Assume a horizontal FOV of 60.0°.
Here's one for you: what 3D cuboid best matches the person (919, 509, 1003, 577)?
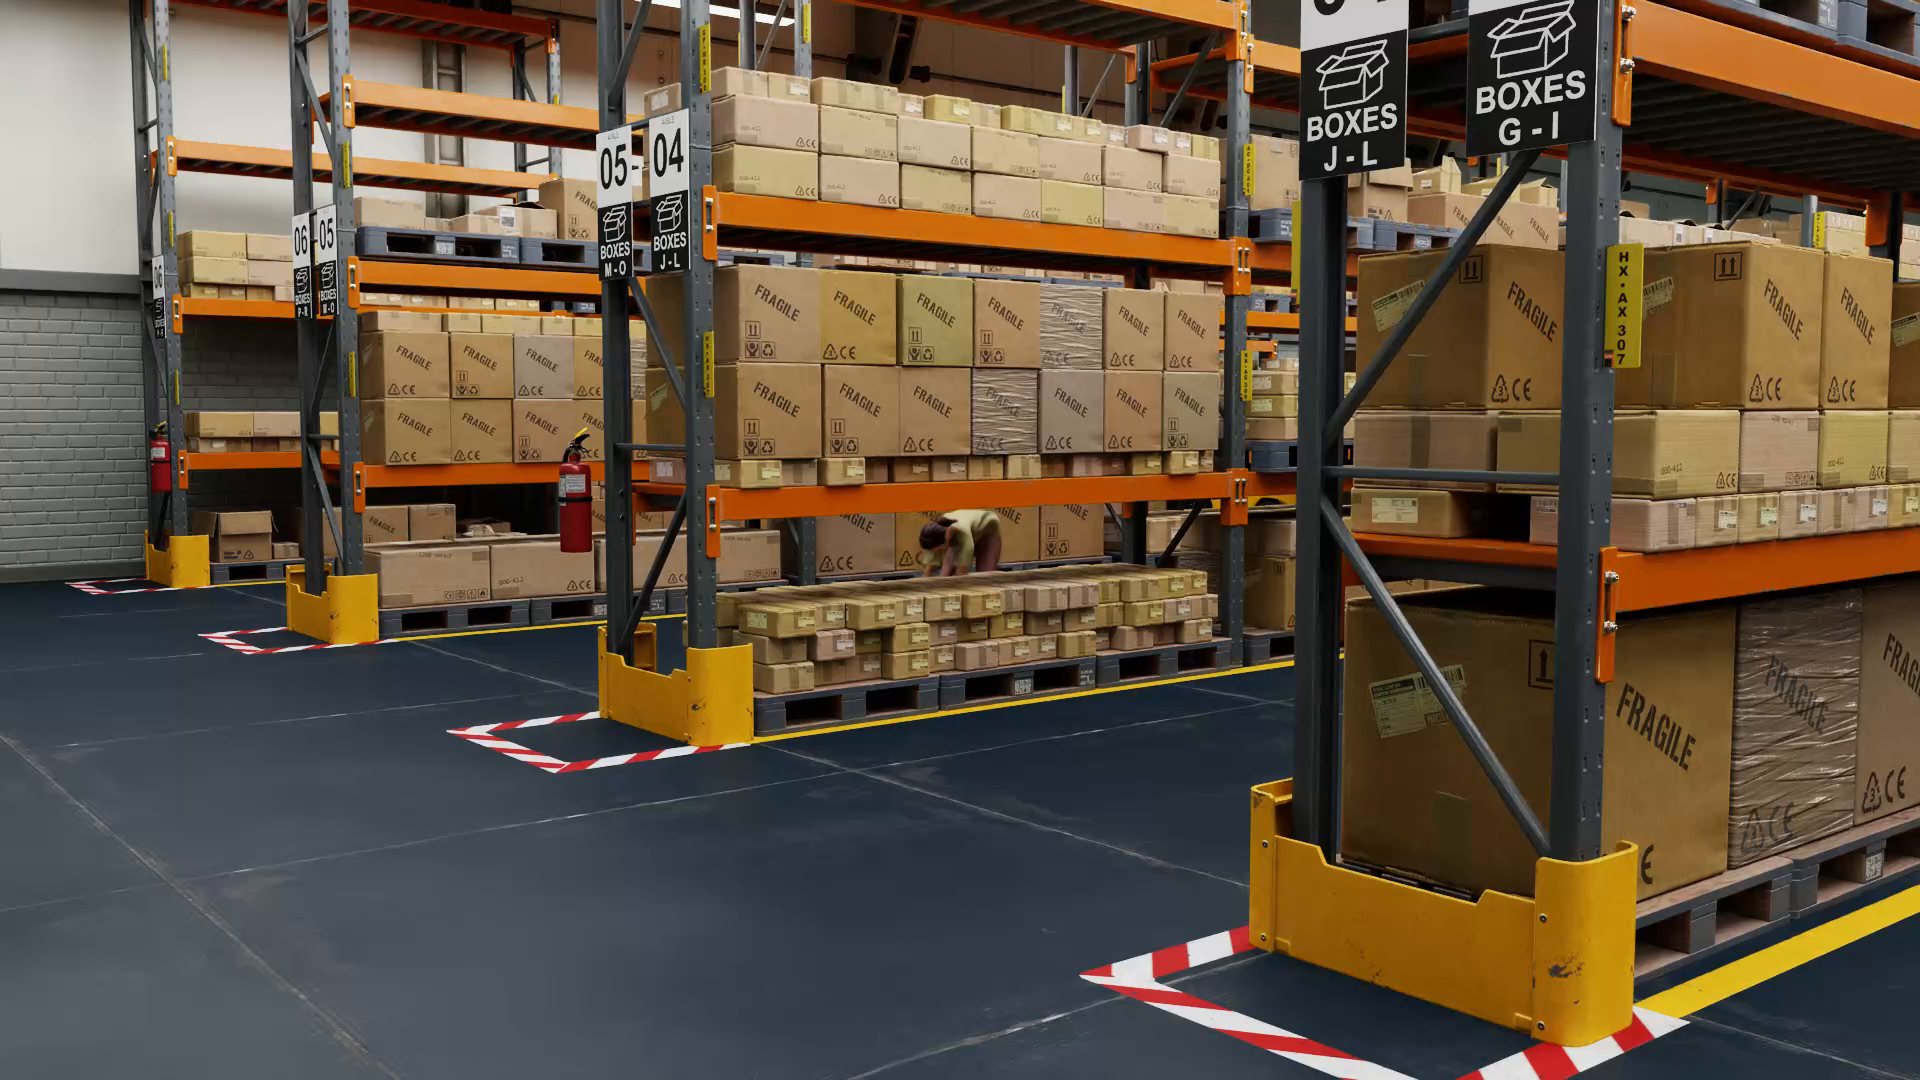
[{"bbox_3d":[-0.001,0.277,11.979,0.444,1.006,0.867,3,5,30],"label":"person"}]
